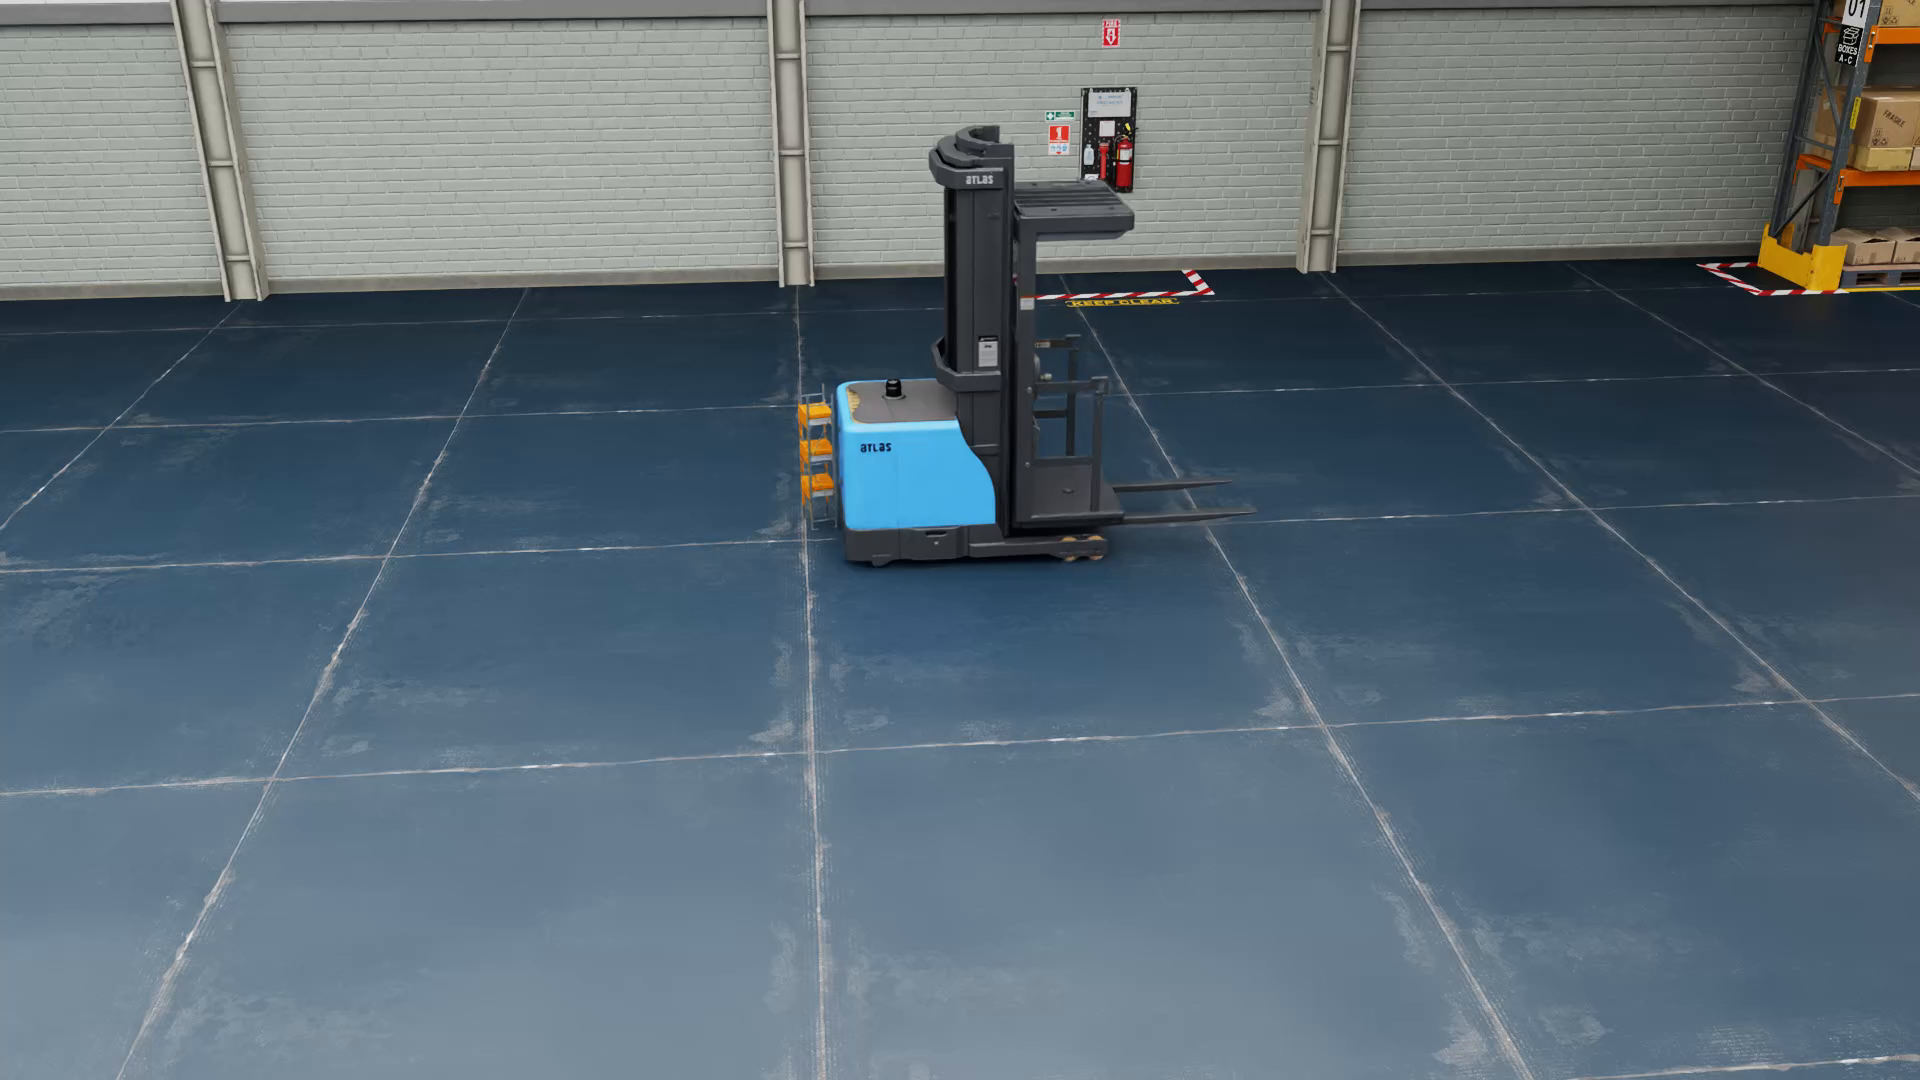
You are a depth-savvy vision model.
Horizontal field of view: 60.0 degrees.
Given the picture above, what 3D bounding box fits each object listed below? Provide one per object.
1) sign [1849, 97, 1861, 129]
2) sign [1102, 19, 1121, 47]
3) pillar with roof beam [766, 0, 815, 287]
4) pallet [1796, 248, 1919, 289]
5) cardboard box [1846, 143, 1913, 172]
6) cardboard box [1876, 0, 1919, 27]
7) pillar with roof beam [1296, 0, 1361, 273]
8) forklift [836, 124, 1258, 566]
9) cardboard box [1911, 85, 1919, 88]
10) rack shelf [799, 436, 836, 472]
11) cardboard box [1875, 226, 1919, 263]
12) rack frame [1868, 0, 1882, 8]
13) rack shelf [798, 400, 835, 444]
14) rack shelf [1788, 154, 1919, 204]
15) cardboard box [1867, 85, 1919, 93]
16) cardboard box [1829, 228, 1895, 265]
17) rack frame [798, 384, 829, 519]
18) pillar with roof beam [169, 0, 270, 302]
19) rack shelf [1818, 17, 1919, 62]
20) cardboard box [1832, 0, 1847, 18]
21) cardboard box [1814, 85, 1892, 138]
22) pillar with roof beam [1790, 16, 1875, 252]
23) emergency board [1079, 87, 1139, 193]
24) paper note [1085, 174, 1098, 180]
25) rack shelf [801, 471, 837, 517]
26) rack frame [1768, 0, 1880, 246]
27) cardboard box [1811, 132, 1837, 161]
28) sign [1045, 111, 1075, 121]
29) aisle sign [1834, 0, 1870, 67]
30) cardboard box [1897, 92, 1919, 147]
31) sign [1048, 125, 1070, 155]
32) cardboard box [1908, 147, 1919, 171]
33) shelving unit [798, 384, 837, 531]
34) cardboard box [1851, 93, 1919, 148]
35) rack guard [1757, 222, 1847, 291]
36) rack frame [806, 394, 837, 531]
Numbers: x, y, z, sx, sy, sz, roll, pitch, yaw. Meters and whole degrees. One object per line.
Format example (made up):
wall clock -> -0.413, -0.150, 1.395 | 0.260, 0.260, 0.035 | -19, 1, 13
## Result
sign -> 9.542, -4.551, 17.731 | 0.005, 0.325, 0.100 | -2, 24, -5
sign -> 1.649, -5.529, 18.143 | 0.199, 0.298, 0.001 | -2, 24, -5
pillar with roof beam -> -1.418, -5.275, 13.039 | 0.400, 9.000, 9.100 | -2, 24, -5
pallet -> 10.376, -3.122, 19.014 | 1.213, 0.211, 1.003 | -2, 24, -5
cardboard box -> 10.006, -4.207, 18.182 | 0.500, 0.250, 0.500 | -3, 24, -7
cardboard box -> 9.846, -5.713, 17.569 | 0.500, 0.500, 0.500 | -2, 24, -4
pillar with roof beam -> 4.553, -5.515, 13.577 | 0.400, 9.000, 9.100 | -2, 24, -5
forklift -> 0.637, -1.403, 11.797 | 3.031, 2.935, 1.130 | -3, 24, -6
cardboard box -> 10.953, -4.802, 18.597 | 0.500, 0.500, 0.500 | -3, 24, -7
rack shelf -> -1.054, -0.600, 12.333 | 0.215, 0.259, 0.240 | -8, 25, -17
cardboard box -> 10.754, -3.361, 18.888 | 0.500, 0.311, 0.500 | 0, 24, -1
rack frame -> 9.489, -7.117, 17.182 | 0.127, 3.000, 1.000 | -2, 24, -5
rack shelf -> -1.054, -0.859, 12.218 | 0.215, 0.259, 0.240 | -8, 25, -17
rack shelf -> 11.479, -4.126, 18.726 | 4.000, 0.370, 1.077 | -2, 24, -5
cardboard box -> 10.439, -4.779, 18.546 | 0.500, 0.500, 0.500 | -2, 24, -4
cardboard box -> 10.186, -3.339, 18.837 | 0.500, 0.311, 0.500 | -5, 24, -11
rack frame -> -1.094, -0.656, 12.434 | 0.200, 1.050, 0.008 | -8, 25, -17
pillar with roof beam -> -7.389, -5.035, 12.500 | 0.400, 9.000, 9.100 | -2, 24, -5
rack shelf -> 11.479, -5.497, 18.117 | 4.000, 0.370, 1.077 | -2, 24, -5
cardboard box -> 9.879, -5.920, 18.034 | 0.500, 0.500, 0.500 | -1, 24, -1
cardboard box -> 9.937, -4.763, 18.510 | 0.500, 0.500, 0.500 | -3, 24, -6
pillar with roof beam -> 10.524, -5.754, 14.116 | 0.400, 9.000, 9.100 | -2, 24, -5
emergency board -> 1.667, -4.430, 18.524 | 0.643, 1.169, 0.194 | -2, 24, -5
paper note -> 1.484, -4.048, 18.749 | 0.142, 0.148, 0.016 | -2, 24, -5
rack shelf -> -1.054, -0.346, 12.446 | 0.215, 0.259, 0.240 | -8, 25, -17
rack frame -> 9.489, -4.375, 18.400 | 0.127, 3.000, 1.000 | -2, 24, -5
cardboard box -> 9.935, -4.413, 18.645 | 0.500, 0.250, 0.500 | -2, 24, -4
sign -> 1.112, -4.705, 18.445 | 0.331, 0.109, 0.001 | -2, 24, -5
aisle sign -> 9.447, -5.439, 17.593 | 0.004, 0.787, 0.394 | -2, 24, -5
cardboard box -> 10.486, -4.572, 18.079 | 0.500, 0.500, 0.500 | -2, 24, -5
sign -> 1.106, -4.466, 18.560 | 0.234, 0.329, 0.001 | -2, 24, -5
cardboard box -> 10.521, -4.233, 18.241 | 0.500, 0.250, 0.500 | -3, 24, -7
shelving unit -> -1.054, -0.609, 12.329 | 0.215, 1.050, 0.252 | -8, 25, -17
cardboard box -> 9.994, -4.556, 18.044 | 0.500, 0.500, 0.500 | -2, 24, -5
rack guard -> 9.565, -3.236, 18.915 | 0.348, 0.500, 1.175 | -2, 24, -5
rack frame -> -1.014, -0.563, 12.223 | 0.200, 1.050, 0.008 | -8, 25, -17
